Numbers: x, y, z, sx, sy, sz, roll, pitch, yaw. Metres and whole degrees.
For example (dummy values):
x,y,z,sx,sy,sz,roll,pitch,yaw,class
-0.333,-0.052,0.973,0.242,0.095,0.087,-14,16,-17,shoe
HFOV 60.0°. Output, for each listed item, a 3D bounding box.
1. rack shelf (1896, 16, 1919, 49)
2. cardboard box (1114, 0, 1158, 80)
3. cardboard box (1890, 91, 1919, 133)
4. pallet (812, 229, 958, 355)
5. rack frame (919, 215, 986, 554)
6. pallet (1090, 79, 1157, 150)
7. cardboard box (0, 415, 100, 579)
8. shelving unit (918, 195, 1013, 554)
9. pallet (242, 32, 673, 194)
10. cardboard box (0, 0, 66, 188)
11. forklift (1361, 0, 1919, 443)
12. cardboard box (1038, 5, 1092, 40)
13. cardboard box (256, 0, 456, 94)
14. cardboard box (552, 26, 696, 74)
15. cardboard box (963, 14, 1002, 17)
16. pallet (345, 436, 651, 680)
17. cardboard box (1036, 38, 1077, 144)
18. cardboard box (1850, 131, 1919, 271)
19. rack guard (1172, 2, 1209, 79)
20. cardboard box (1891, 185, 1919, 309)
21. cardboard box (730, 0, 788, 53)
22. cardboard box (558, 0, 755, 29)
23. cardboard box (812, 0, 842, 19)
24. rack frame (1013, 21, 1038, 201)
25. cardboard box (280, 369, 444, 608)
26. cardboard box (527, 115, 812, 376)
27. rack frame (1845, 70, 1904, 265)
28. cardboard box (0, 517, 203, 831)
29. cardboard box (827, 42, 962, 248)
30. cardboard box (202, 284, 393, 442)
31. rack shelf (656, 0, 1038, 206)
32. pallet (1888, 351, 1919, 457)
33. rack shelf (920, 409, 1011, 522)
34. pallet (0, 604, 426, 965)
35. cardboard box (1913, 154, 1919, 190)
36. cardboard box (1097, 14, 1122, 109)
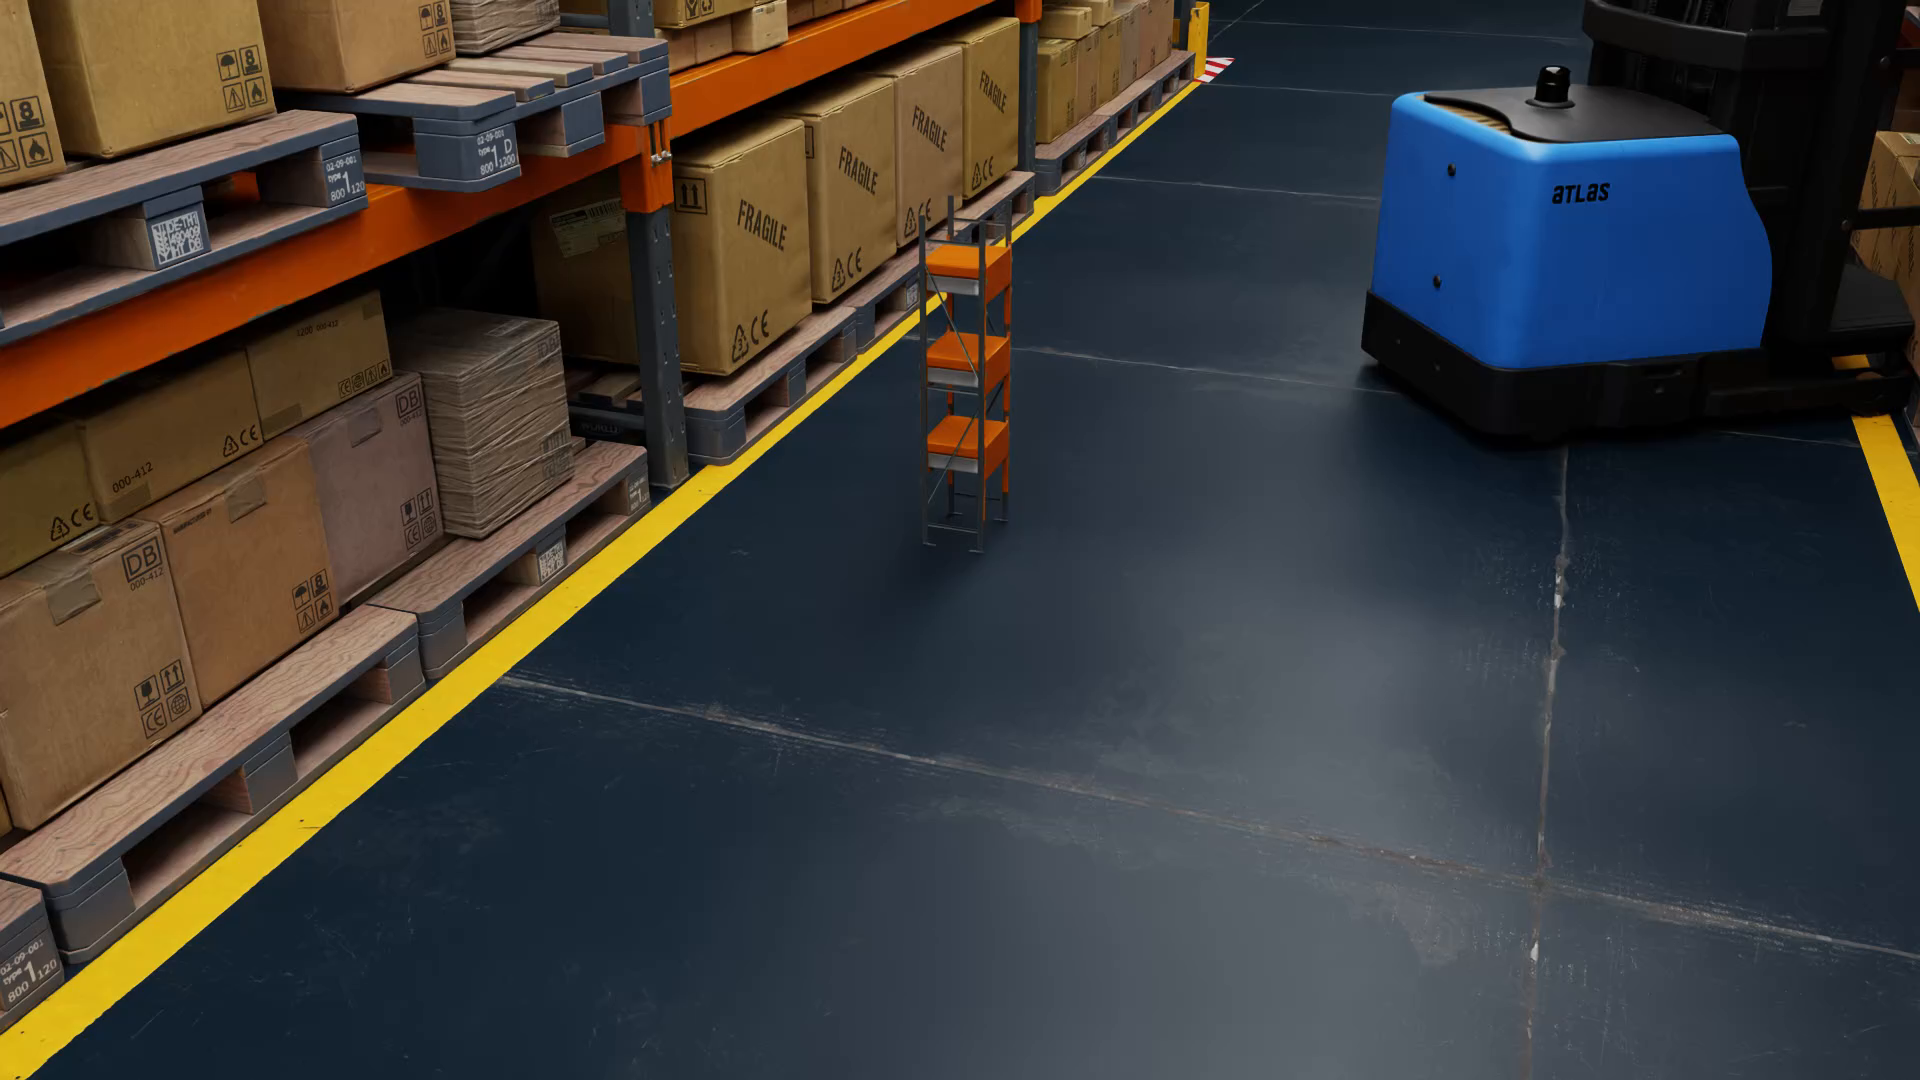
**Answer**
x,y,z,sx,sy,sz,roll,pitch,yaw,class
3.923,-1.389,5.503,1.077,0.370,4.000,9,27,17,rack shelf
0.942,-3.452,11.324,0.700,0.500,0.500,9,27,17,cardboard box
4.511,-1.883,8.061,0.500,0.500,0.500,9,27,17,cardboard box
-0.674,-1.166,7.416,1.003,0.211,1.213,9,27,17,pallet
-0.023,-0.444,4.963,0.200,1.050,0.008,9,27,17,rack frame
0.647,-2.801,10.793,1.003,0.211,1.213,9,27,17,pallet
-2.204,-0.076,3.467,0.500,0.250,0.500,8,27,16,cardboard box
0.018,-0.495,5.067,0.215,1.050,0.252,9,27,17,shelving unit
-1.552,-1.214,4.535,1.213,0.211,1.003,9,27,17,pallet
-2.162,-0.915,3.079,0.700,0.500,0.500,13,29,24,cardboard box
3.184,-1.994,6.004,3.031,2.935,1.130,-6,27,-13,forklift
0.548,-3.015,9.676,0.380,0.149,0.250,10,27,19,cardboard box
-1.722,-1.423,4.127,0.700,0.500,0.500,6,27,13,cardboard box
-1.087,-1.606,5.390,0.380,0.149,0.250,8,27,17,cardboard box
0.026,-2.870,9.377,0.380,0.149,0.250,9,27,17,cardboard box
-1.676,-0.032,5.074,1.003,0.211,1.213,9,27,17,pallet
0.262,-2.608,9.582,0.700,0.500,0.500,9,27,18,cardboard box
4.198,-1.445,7.155,0.500,0.500,0.500,8,27,15,cardboard box
1.255,-3.781,12.485,1.175,0.500,0.348,9,27,17,rack guard
3.858,-1.020,6.277,0.500,0.500,0.500,9,27,18,cardboard box
-0.827,-1.805,5.801,0.380,0.149,0.250,10,27,19,cardboard box
-1.012,-1.959,5.374,0.500,0.500,0.500,10,27,19,cardboard box
-0.685,-2.139,6.490,0.380,0.149,0.250,9,27,18,cardboard box
-0.084,-3.252,8.525,1.000,3.000,0.127,9,27,17,rack frame
-1.886,-0.183,4.549,0.700,0.500,0.500,9,27,17,cardboard box
-1.046,-1.113,6.091,0.750,0.750,0.750,8,27,17,cardboard box
4.589,-2.535,7.044,1.000,3.000,0.127,9,27,17,rack frame
-2.184,0.234,3.688,0.700,0.500,0.500,9,27,18,cardboard box
-0.471,-1.822,7.556,0.750,0.750,0.750,10,27,19,cardboard box
-1.854,-0.490,4.323,0.500,0.250,0.500,9,27,18,cardboard box
-0.749,-2.106,6.984,1.077,0.370,4.000,9,27,17,rack shelf
3.949,-0.437,5.911,1.003,0.211,1.213,9,27,17,pallet
0.018,-0.235,5.192,0.215,0.259,0.240,9,27,17,rack shelf
-2.084,0.467,4.042,1.003,0.211,1.213,9,27,17,pallet
3.865,-1.371,6.143,0.500,0.250,0.500,9,27,18,cardboard box
0.605,-3.025,10.442,0.700,0.500,0.500,9,27,19,cardboard box
